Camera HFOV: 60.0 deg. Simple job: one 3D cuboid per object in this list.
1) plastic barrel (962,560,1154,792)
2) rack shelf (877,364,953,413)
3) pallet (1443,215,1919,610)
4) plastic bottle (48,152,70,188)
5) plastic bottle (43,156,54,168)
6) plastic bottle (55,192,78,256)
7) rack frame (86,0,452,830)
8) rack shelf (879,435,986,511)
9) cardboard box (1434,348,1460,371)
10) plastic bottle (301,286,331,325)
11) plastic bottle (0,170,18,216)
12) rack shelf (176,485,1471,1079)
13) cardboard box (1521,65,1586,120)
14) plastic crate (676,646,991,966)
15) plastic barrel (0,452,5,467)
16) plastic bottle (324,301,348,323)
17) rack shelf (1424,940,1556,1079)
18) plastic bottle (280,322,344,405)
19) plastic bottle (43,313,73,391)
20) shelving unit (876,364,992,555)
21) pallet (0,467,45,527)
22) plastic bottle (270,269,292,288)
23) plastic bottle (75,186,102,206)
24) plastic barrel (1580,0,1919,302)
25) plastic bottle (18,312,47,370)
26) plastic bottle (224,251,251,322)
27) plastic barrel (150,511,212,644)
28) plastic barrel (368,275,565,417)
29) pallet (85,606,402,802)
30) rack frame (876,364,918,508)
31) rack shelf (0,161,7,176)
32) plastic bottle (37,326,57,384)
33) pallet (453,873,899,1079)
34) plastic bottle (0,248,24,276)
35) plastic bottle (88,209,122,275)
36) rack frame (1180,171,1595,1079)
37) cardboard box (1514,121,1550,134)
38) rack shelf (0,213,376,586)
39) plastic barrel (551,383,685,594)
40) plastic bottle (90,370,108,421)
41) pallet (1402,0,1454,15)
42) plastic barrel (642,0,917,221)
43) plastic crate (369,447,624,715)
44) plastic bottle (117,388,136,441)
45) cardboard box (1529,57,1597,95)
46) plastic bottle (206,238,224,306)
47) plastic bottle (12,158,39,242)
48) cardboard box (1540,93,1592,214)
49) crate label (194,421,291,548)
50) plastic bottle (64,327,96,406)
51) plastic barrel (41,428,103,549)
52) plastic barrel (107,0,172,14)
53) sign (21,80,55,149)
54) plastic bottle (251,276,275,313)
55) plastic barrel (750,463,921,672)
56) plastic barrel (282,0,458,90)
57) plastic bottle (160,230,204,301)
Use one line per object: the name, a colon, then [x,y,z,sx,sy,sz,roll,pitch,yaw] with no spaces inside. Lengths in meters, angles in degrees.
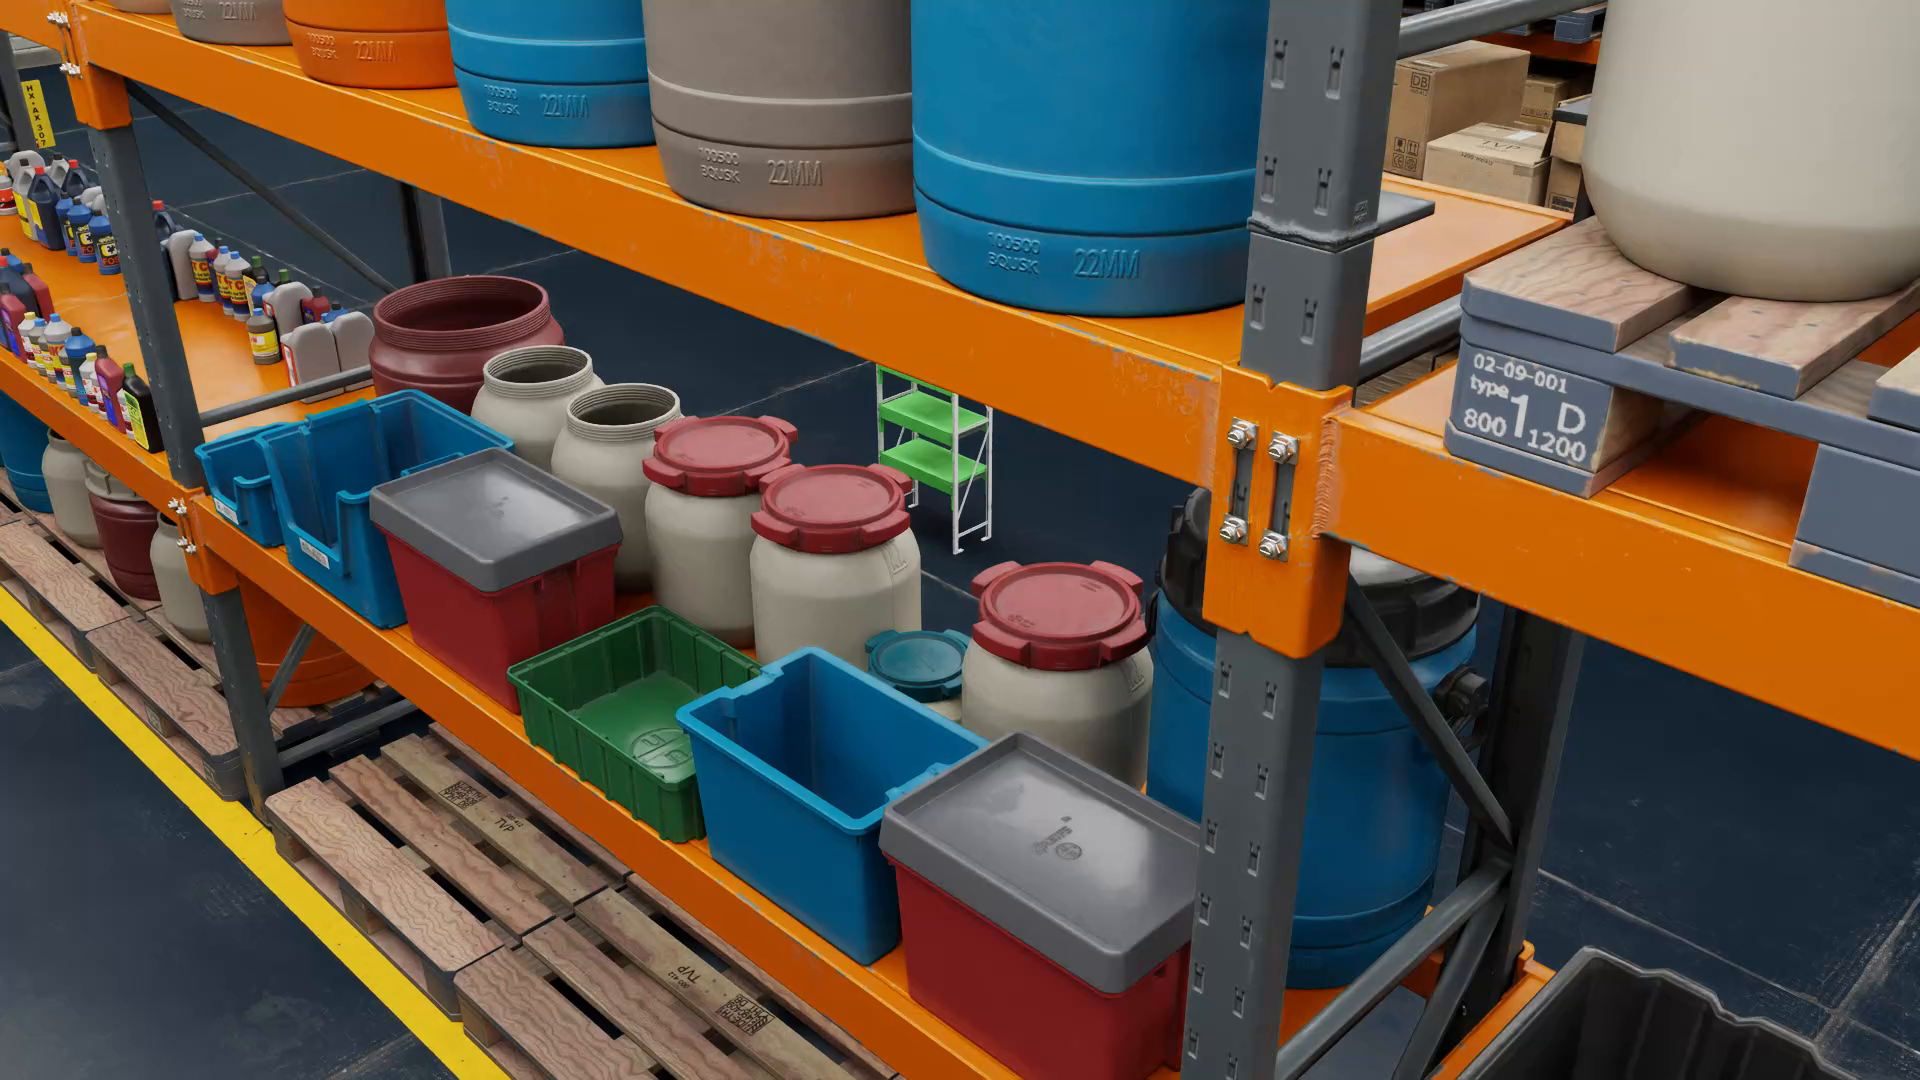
plastic barrel: [0.215,0.362,3.693,0.433,0.535,0.433,0,28,0]
rack shelf: [-0.118,-0.741,7.492,0.480,0.148,0.258,25,36,38]
pallet: [1.326,-0.234,1.952,1.003,0.211,1.213,25,36,38]
plastic bottle: [-4.077,-1.590,7.604,0.185,0.351,0.144,25,36,38]
plastic bottle: [-4.257,-1.670,7.828,0.133,0.283,0.061,25,36,38]
plastic bottle: [-3.908,-1.394,7.316,0.097,0.271,0.097,0,28,0]
rack frame: [-2.109,-0.498,5.474,0.127,3.000,1.000,25,36,38]
rack shelf: [-0.118,-0.316,7.715,0.480,0.148,0.258,25,36,38]
cardboard box: [2.669,-0.659,7.993,0.700,0.500,0.500,-22,35,-35]
plastic bottle: [-2.393,-0.817,6.207,0.133,0.283,0.061,25,36,38]
plastic bottle: [-4.528,-1.647,7.872,0.097,0.201,0.097,0,28,0]
rack shelf: [-0.683,0.473,4.401,4.000,0.370,1.077,25,36,38]
cardboard box: [4.241,-3.303,12.237,0.500,0.250,0.500,24,36,37]
plastic crate: [-0.262,0.557,3.484,0.575,0.384,0.392,25,36,38]
plastic barrel: [-4.585,-0.877,7.999,0.708,0.901,0.600,25,36,38]
plastic bottle: [-2.255,-0.737,6.066,0.097,0.271,0.097,0,28,0]
rack shelf: [2.169,1.778,1.919,4.000,0.370,1.077,25,36,38]
plastic bottle: [-2.298,-0.641,5.880,0.135,0.276,0.152,25,36,38]
plastic bottle: [-3.208,-0.678,5.954,0.097,0.271,0.097,0,28,0]
shelving unit: [-0.118,-0.585,7.573,0.503,1.200,0.258,25,36,38]
pallet: [-4.440,-0.304,8.100,1.213,0.211,1.003,25,36,38]
plastic bottle: [-2.585,-0.905,6.373,0.133,0.283,0.061,25,36,38]
plastic bottle: [-3.834,-1.443,7.405,0.135,0.276,0.152,25,36,38]
plastic barrel: [0.912,-0.550,1.779,0.421,0.512,0.421,0,28,0]
plastic bottle: [-3.417,-0.742,6.152,0.097,0.201,0.097,0,28,0]
plastic bottle: [-2.844,-1.006,6.579,0.097,0.271,0.097,0,28,0]
plastic barrel: [-2.935,0.109,6.543,0.421,0.512,0.421,0,28,0]
plastic barrel: [-1.566,-0.508,5.346,0.708,0.536,0.600,25,36,38]
pallet: [-2.701,0.493,6.586,1.213,0.211,1.003,25,36,38]
rack frame: [-0.292,-0.665,7.725,0.015,1.200,0.240,25,36,38]
rack shelf: [-6.388,-2.138,9.365,4.000,0.370,1.077,25,36,38]
plastic bottle: [-3.278,-0.679,6.031,0.097,0.201,0.097,0,28,0]
pallet: [-0.718,1.400,4.861,1.213,0.211,1.003,25,36,38]
plastic bottle: [-3.769,-1.029,6.621,0.097,0.271,0.097,0,28,0]
plastic bottle: [-3.646,-1.274,7.089,0.097,0.271,0.097,0,28,0]
rack frame: [0.743,0.807,2.992,0.127,3.000,1.000,25,36,38]
cardboard box: [2.742,-1.814,7.670,0.258,0.266,0.396,23,36,37]
rack shelf: [-3.535,-0.832,6.883,4.000,0.370,1.077,25,36,38]
plastic barrel: [-0.925,-0.145,4.684,0.421,0.512,0.421,0,28,0]
plastic bottle: [-2.931,-0.520,5.729,0.097,0.201,0.097,0,28,0]
pallet: [3.473,-4.302,12.915,1.213,0.211,1.003,25,36,38]
plastic barrel: [-0.238,-1.050,2.762,0.600,0.901,0.600,0,28,0]
plastic crate: [-1.171,0.102,4.264,0.583,0.464,0.402,25,36,38]
plastic bottle: [-2.766,-0.444,5.586,0.097,0.201,0.097,0,28,0]
cardboard box: [4.591,-3.472,12.558,0.500,0.250,0.500,23,35,36]
plastic bottle: [-2.983,-1.087,6.720,0.133,0.283,0.061,25,36,38]
plastic bottle: [-4.178,-1.542,7.513,0.185,0.351,0.144,25,36,38]
cardboard box: [2.915,-1.603,7.014,0.797,0.503,0.637,-21,34,-34]
crate label: [-2.072,-0.162,5.015,0.416,0.233,0.303,25,36,38]
plastic bottle: [-3.070,-0.614,5.833,0.097,0.271,0.097,0,28,0]
plastic barrel: [-3.741,-0.260,7.243,0.421,0.512,0.421,0,28,0]
plastic barrel: [-2.102,-1.672,4.364,0.421,0.512,0.421,0,28,0]
sign: [-4.574,-2.108,8.238,0.005,0.325,0.100,25,36,38]
plastic bottle: [-2.627,-0.867,6.315,0.097,0.271,0.097,0,28,0]
plastic barrel: [-0.308,0.122,4.148,0.433,0.535,0.433,0,28,0]
plastic barrel: [-1.209,-1.463,3.624,0.708,0.830,0.600,25,36,38]
plastic bottle: [-3.180,-1.144,6.836,0.135,0.276,0.152,25,36,38]
